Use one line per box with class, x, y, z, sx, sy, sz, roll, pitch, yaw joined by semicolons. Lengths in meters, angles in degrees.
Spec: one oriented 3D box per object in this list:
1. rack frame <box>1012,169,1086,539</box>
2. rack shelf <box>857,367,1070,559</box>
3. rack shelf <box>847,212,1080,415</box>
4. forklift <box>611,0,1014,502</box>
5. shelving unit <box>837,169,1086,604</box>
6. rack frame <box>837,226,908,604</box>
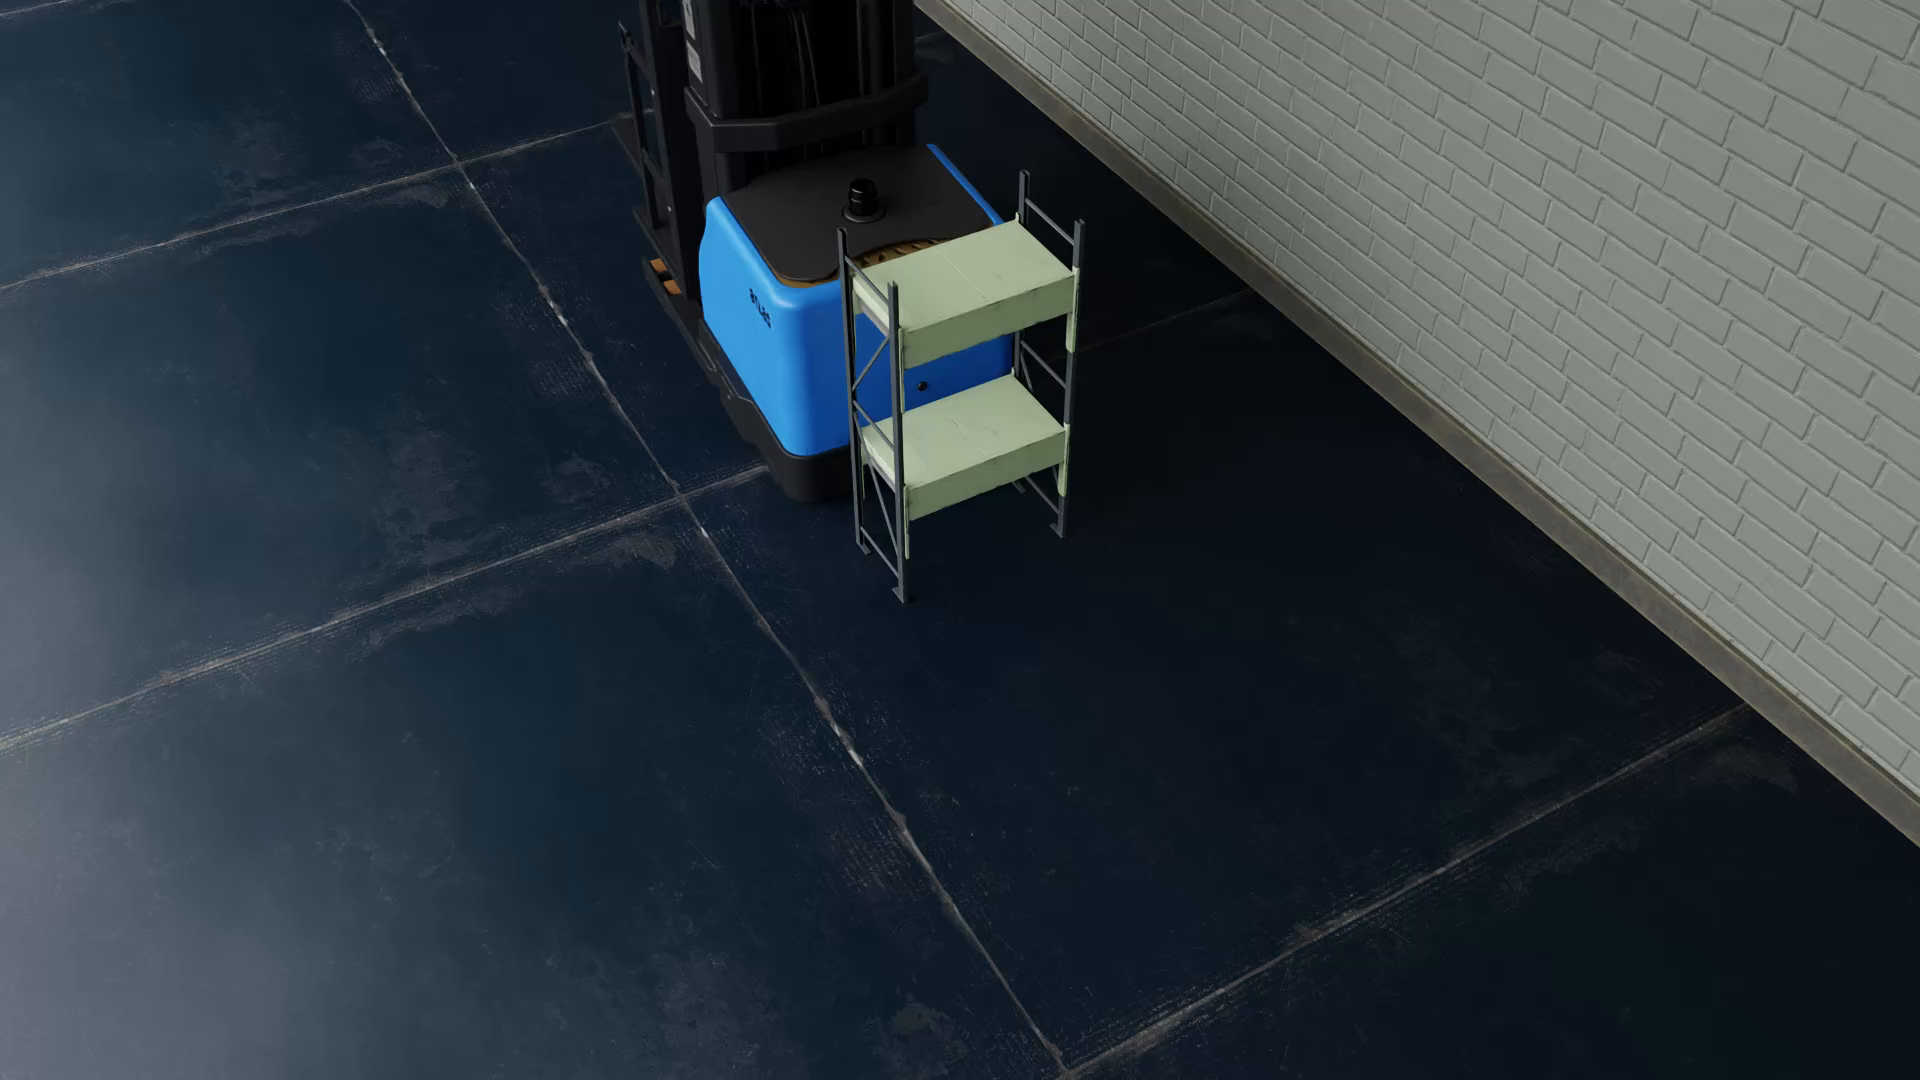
rack frame;0.323;-0.668;6.361;0.023;1.500;0.400;-22;48;-21
rack shelf;0.006;-0.307;6.457;0.720;0.370;0.431;-22;48;-21
rack shelf;0.006;-0.821;5.958;0.720;0.370;0.431;-22;48;-21
forklift;-0.859;-2.236;6.950;1.130;2.935;3.031;-19;47;-18
shelving unit;0.006;-0.541;6.230;0.755;1.500;0.431;-22;48;-21
rack frame;-0.312;-0.414;6.099;0.023;1.500;0.400;-22;48;-21
